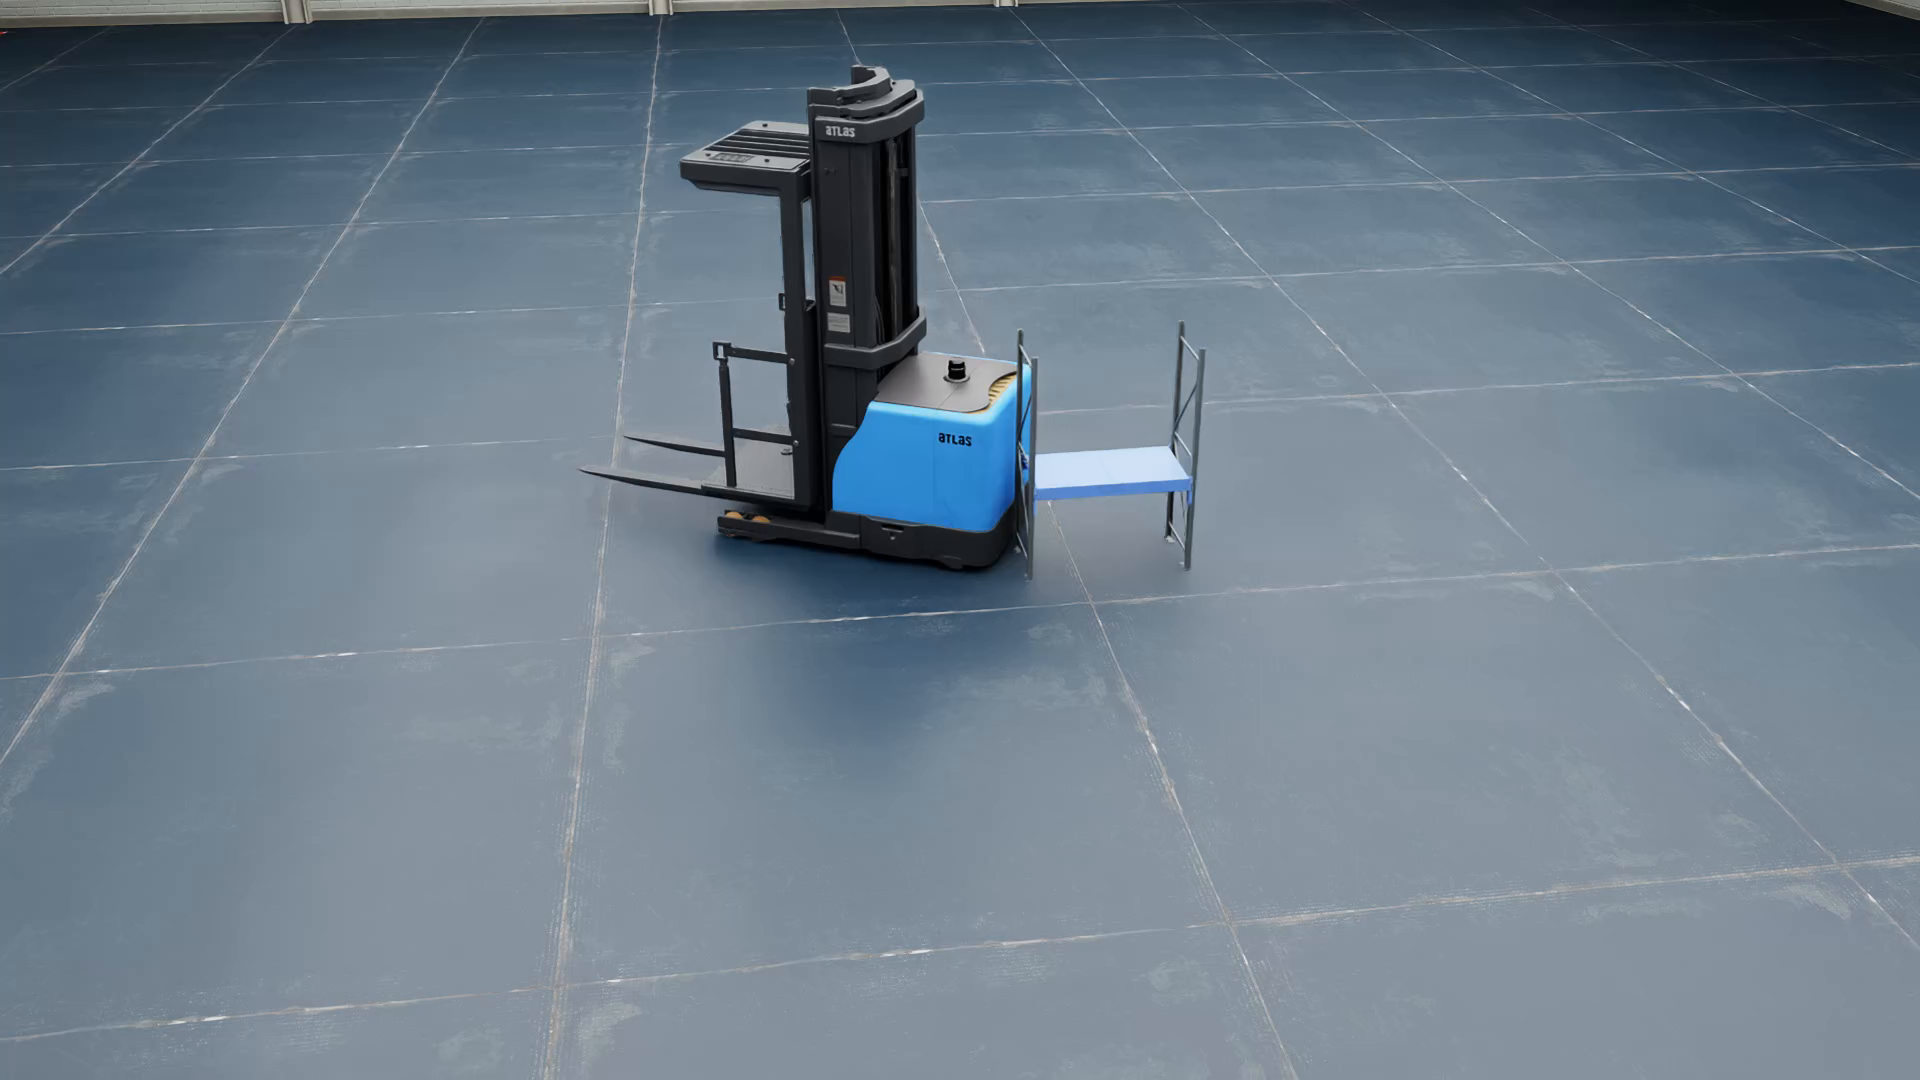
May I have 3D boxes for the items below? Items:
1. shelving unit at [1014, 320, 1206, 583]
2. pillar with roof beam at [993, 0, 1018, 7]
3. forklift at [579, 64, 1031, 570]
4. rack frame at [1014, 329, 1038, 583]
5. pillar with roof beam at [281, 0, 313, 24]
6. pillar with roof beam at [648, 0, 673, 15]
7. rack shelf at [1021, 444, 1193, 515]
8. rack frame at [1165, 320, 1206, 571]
[{"bbox_3d":[0.907,-0.547,10.376,1.048,1.500,0.538,-4,27,-8],"label":"shelving unit"},{"bbox_3d":[1.406,-11.501,23.509,0.400,9.000,9.100,-4,27,-7],"label":"pillar with roof beam"},{"bbox_3d":[-1.075,-1.509,10.683,3.031,2.935,1.130,9,28,17],"label":"forklift"},{"bbox_3d":[0.405,-0.512,10.308,0.032,1.500,0.500,-4,27,-8],"label":"rack frame"},{"bbox_3d":[-10.477,-10.737,22.022,0.400,9.000,9.100,-4,27,-7],"label":"pillar with roof beam"},{"bbox_3d":[-4.536,-11.119,22.765,0.400,9.000,9.100,-4,27,-7],"label":"pillar with roof beam"},{"bbox_3d":[0.907,-0.387,10.458,1.000,0.185,0.538,-4,27,-8],"label":"rack shelf"},{"bbox_3d":[1.410,-0.582,10.444,0.032,1.500,0.500,-4,27,-8],"label":"rack frame"}]
